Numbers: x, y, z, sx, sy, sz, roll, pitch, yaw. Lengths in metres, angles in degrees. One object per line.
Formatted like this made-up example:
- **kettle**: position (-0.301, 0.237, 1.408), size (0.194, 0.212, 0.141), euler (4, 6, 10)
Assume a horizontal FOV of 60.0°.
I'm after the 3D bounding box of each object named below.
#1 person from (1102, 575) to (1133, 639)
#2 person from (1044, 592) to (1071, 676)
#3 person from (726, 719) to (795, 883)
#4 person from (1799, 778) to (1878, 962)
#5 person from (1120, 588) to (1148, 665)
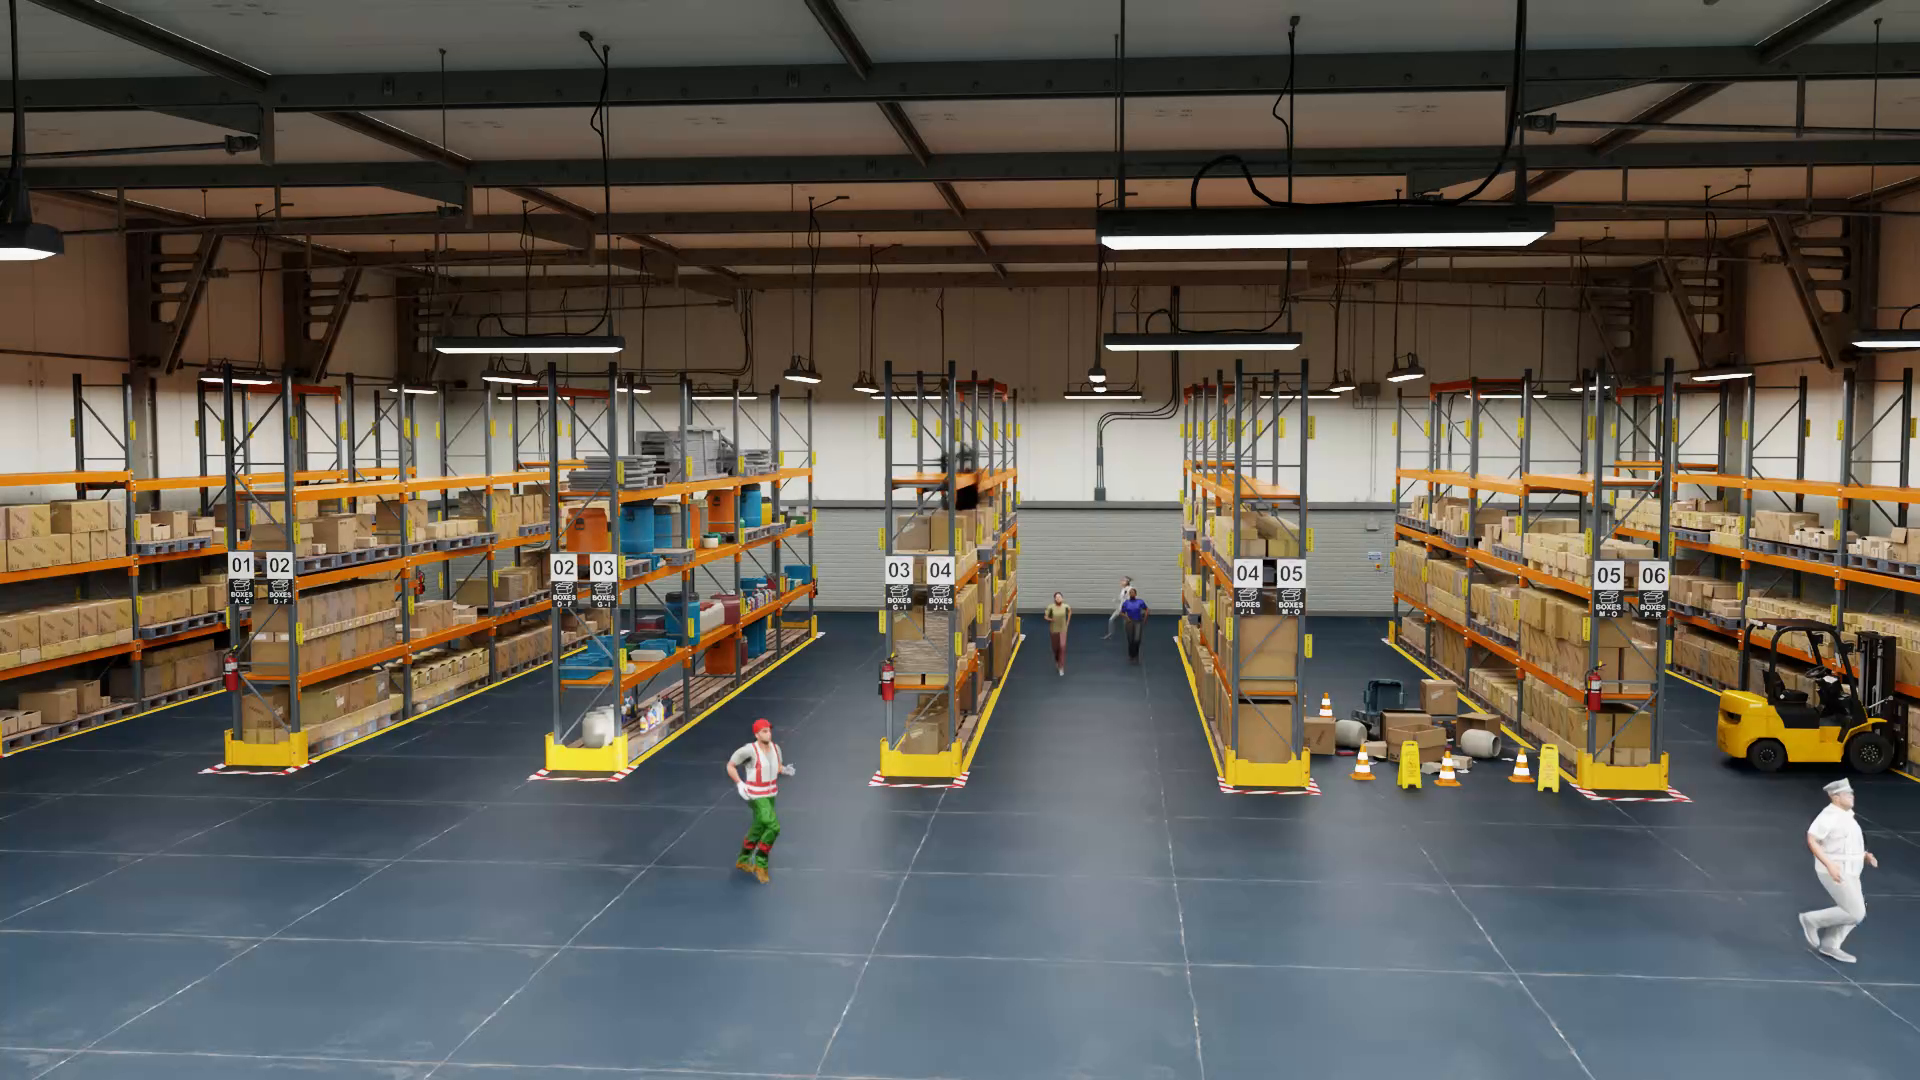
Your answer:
- **person**: position (3.940, 1.610, 39.780), size (0.904, 1.522, 0.674), euler (-3, 5, -41)
- **person**: position (2.012, 1.919, 34.390), size (0.543, 1.708, 1.020), euler (1, 4, 8)
- **person**: position (-2.193, 2.903, 18.592), size (0.746, 1.832, 0.616), euler (2, 4, 33)
- **person**: position (8.316, 3.109, 15.722), size (0.672, 1.746, 0.598), euler (-4, 5, -44)
- **person**: position (3.728, 1.851, 35.632), size (0.581, 1.651, 0.656), euler (1, 4, 10)
